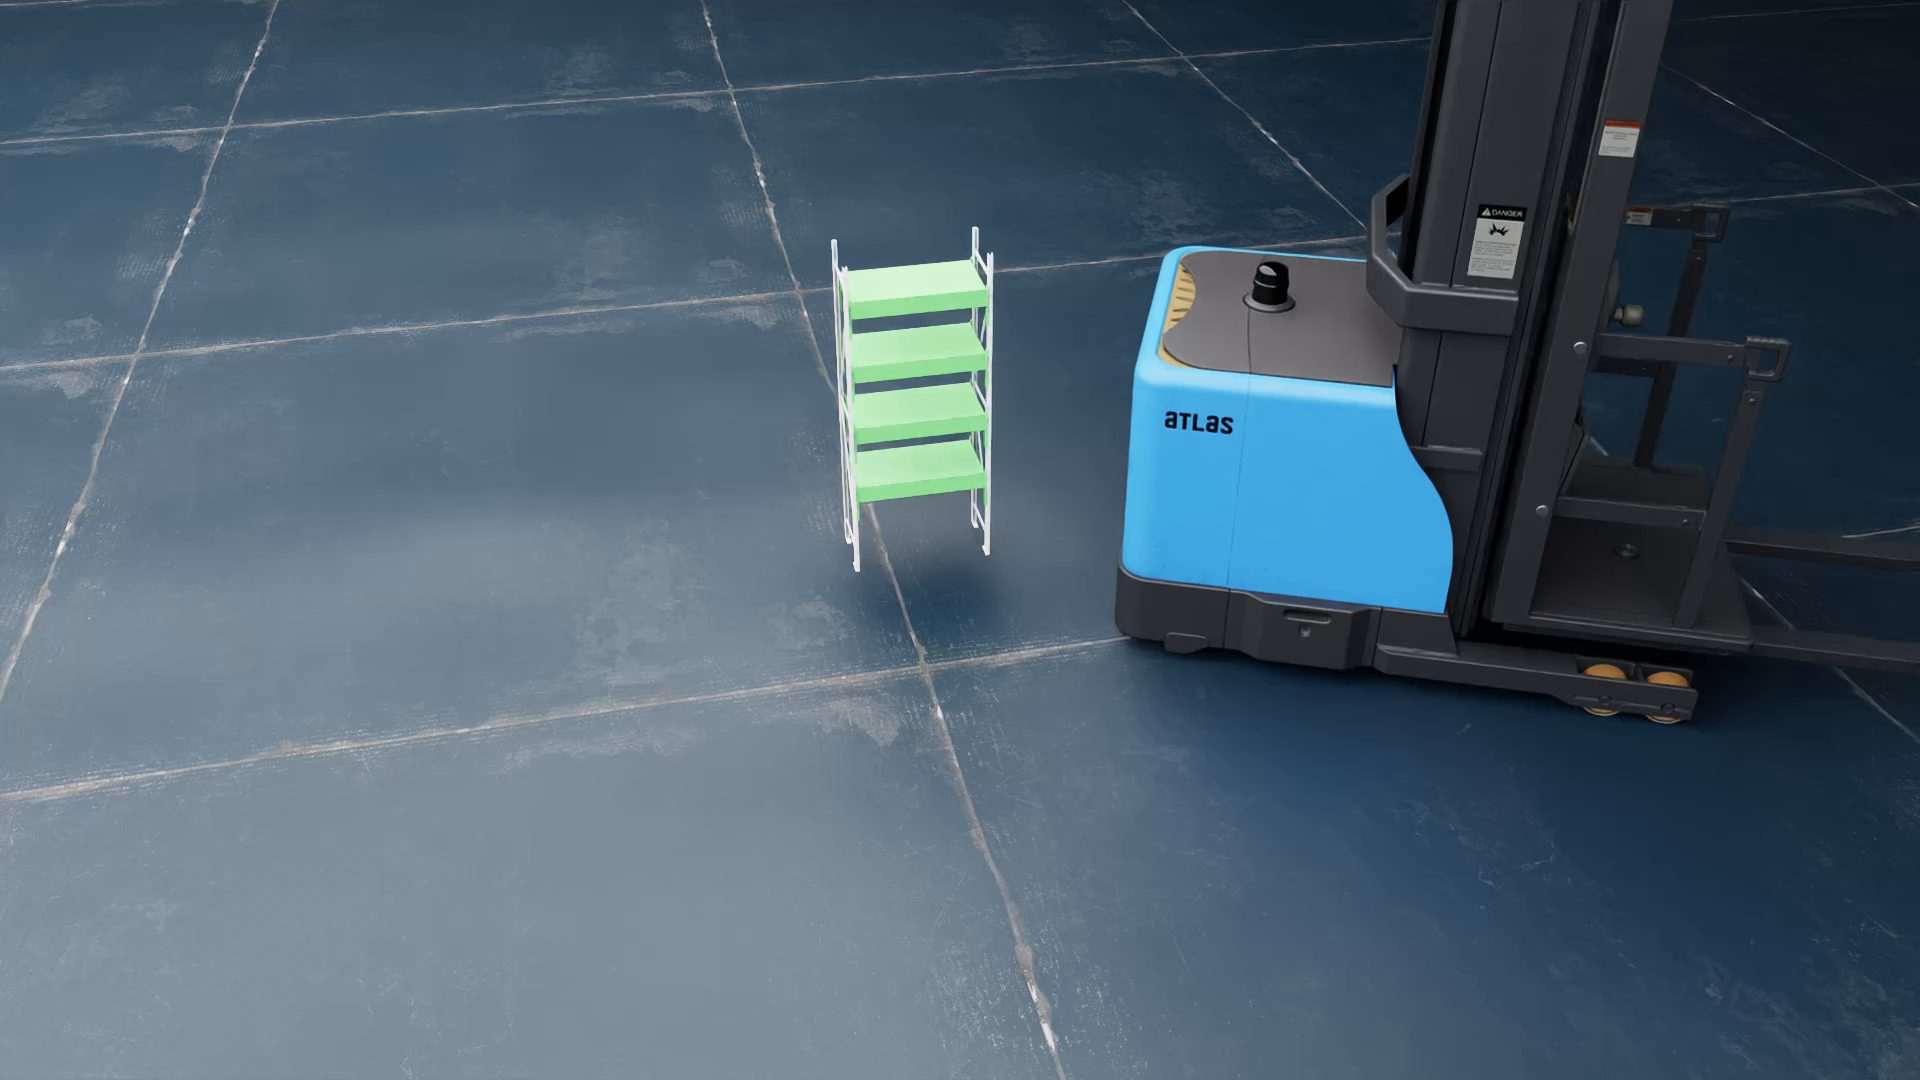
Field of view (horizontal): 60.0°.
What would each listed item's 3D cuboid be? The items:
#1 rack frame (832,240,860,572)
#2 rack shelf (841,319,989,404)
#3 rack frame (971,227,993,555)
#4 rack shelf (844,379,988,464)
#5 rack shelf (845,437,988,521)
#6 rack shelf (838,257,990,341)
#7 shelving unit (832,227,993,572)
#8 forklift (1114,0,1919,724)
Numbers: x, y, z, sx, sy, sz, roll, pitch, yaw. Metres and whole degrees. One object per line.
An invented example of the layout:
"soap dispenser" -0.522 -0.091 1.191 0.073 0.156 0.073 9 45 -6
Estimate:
"rack frame" -0.399 -0.448 5.841 0.015 1.200 0.240 -7 35 -11
"rack shelf" -0.161 -0.624 5.787 0.480 0.148 0.258 -7 35 -11
"rack frame" 0.077 -0.508 5.930 0.015 1.200 0.240 -7 35 -11
"rack shelf" -0.161 -0.425 5.921 0.480 0.148 0.258 -7 35 -11
"rack shelf" -0.161 -0.226 6.055 0.480 0.148 0.258 -7 35 -11
"rack shelf" -0.161 -0.823 5.653 0.480 0.148 0.258 -7 35 -11
"shelving unit" -0.161 -0.478 5.885 0.503 1.200 0.258 -7 35 -11
"forklift" 2.101 -0.949 5.034 3.031 2.935 1.130 7 34 10
